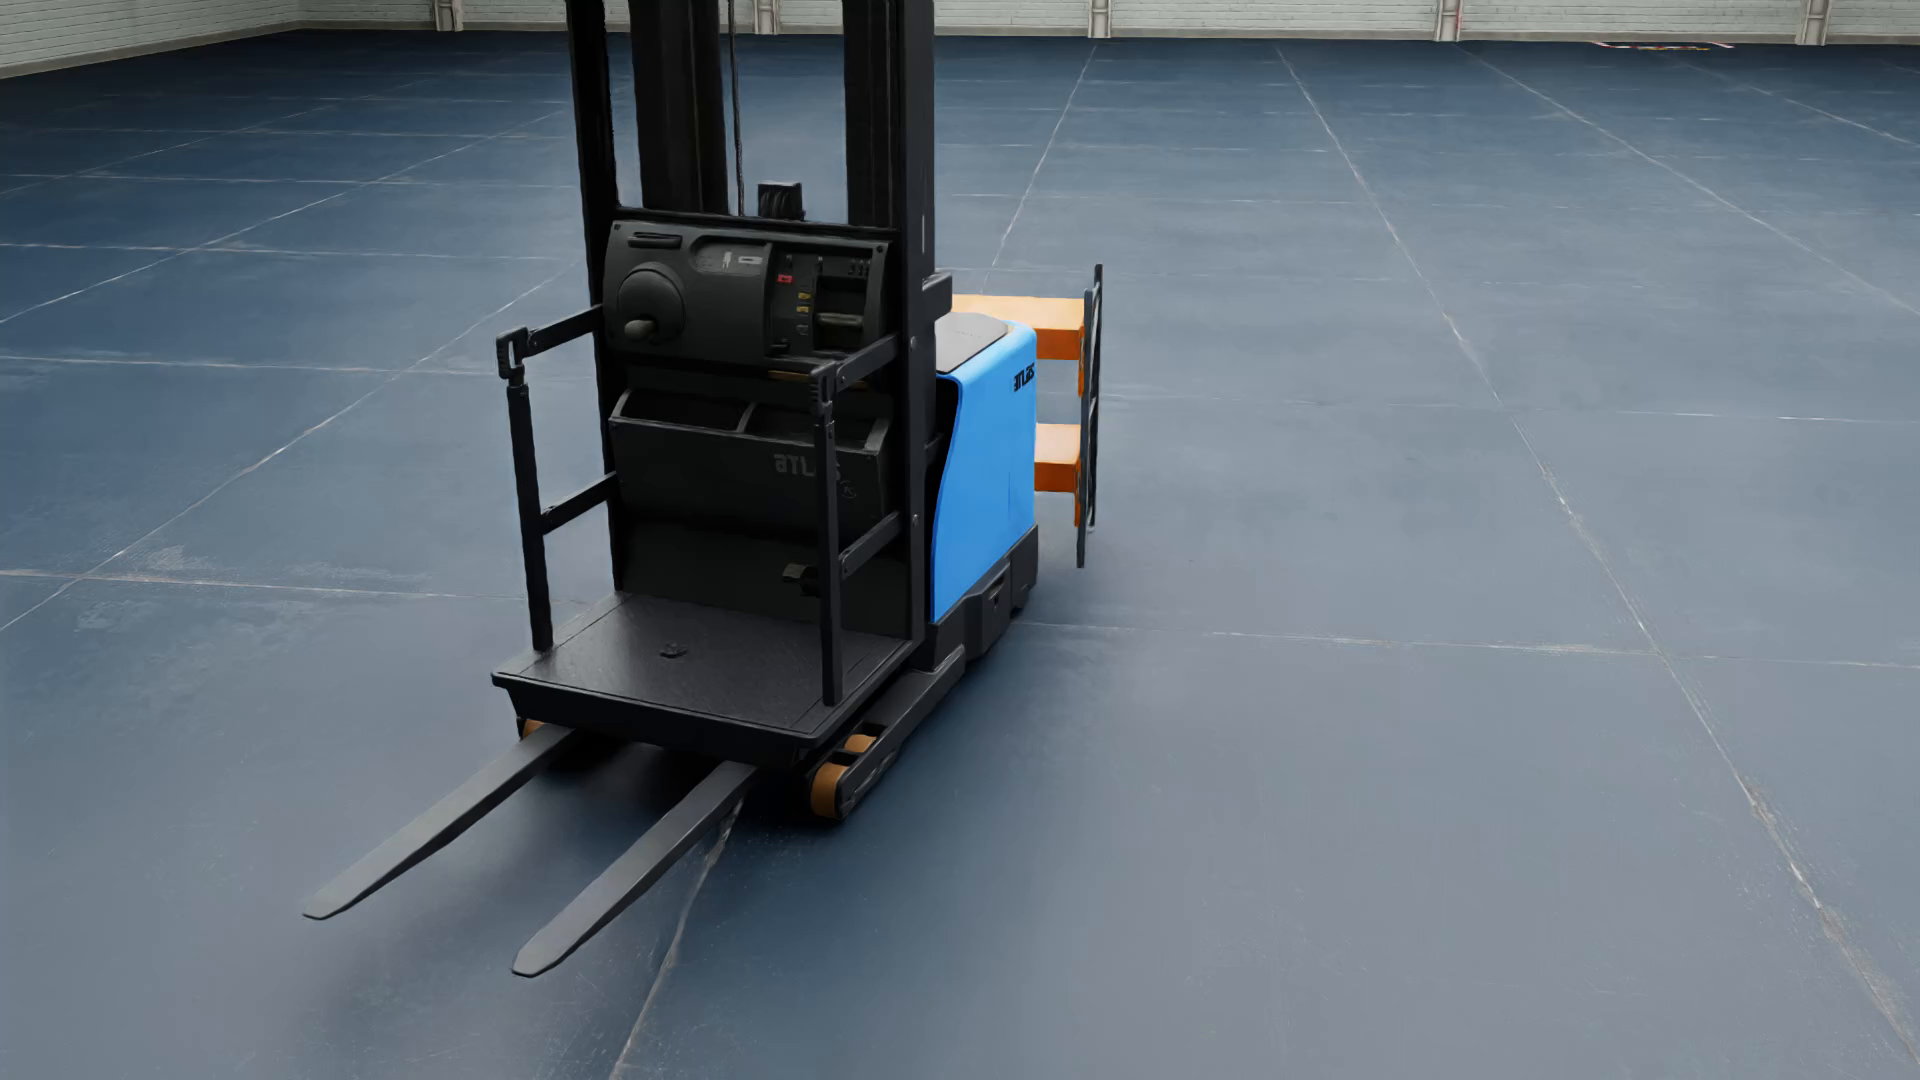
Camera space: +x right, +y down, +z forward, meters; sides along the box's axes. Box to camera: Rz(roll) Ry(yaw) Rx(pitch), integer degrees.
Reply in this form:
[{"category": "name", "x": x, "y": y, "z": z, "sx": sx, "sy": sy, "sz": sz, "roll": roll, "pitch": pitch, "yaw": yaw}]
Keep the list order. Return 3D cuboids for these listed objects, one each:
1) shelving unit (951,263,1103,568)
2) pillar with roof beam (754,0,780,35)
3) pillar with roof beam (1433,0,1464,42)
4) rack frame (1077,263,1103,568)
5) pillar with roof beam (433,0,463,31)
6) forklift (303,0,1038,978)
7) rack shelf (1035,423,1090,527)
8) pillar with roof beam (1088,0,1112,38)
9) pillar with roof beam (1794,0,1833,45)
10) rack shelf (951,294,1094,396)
[{"category": "shelving unit", "x": 0.021, "y": -0.532, "z": 6.755, "sx": 1.048, "sy": 1.125, "sz": 0.538, "roll": 3, "pitch": 22, "yaw": 9}, {"category": "pillar with roof beam", "x": -3.991, "y": -11.790, "z": 24.522, "sx": 0.400, "sy": 9.000, "sz": 9.100, "roll": 2, "pitch": 22, "yaw": 6}, {"category": "pillar with roof beam", "x": 7.926, "y": -11.271, "z": 23.209, "sx": 0.400, "sy": 9.000, "sz": 9.100, "roll": 2, "pitch": 22, "yaw": 6}, {"category": "rack frame", "x": 0.523, "y": -0.502, "z": 6.679, "sx": 0.032, "sy": 1.125, "sz": 0.500, "roll": 3, "pitch": 22, "yaw": 9}, {"category": "pillar with roof beam", "x": -9.949, "y": -12.050, "z": 25.178, "sx": 0.400, "sy": 9.000, "sz": 9.100, "roll": 2, "pitch": 22, "yaw": 6}, {"category": "forklift", "x": -0.725, "y": -0.718, "z": 4.771, "sx": 1.130, "sy": 2.935, "sz": 3.031, "roll": 8, "pitch": 23, "yaw": 20}, {"category": "rack shelf", "x": 0.021, "y": -0.305, "z": 6.845, "sx": 1.000, "sy": 0.278, "sz": 0.538, "roll": 3, "pitch": 22, "yaw": 9}, {"category": "pillar with roof beam", "x": 1.967, "y": -11.530, "z": 23.865, "sx": 0.400, "sy": 9.000, "sz": 9.100, "roll": 2, "pitch": 22, "yaw": 6}, {"category": "pillar with roof beam", "x": 13.884, "y": -11.011, "z": 22.552, "sx": 0.400, "sy": 9.000, "sz": 9.100, "roll": 2, "pitch": 22, "yaw": 6}, {"category": "rack shelf", "x": 0.021, "y": -0.804, "z": 6.648, "sx": 1.000, "sy": 0.278, "sz": 0.538, "roll": 3, "pitch": 22, "yaw": 9}]
